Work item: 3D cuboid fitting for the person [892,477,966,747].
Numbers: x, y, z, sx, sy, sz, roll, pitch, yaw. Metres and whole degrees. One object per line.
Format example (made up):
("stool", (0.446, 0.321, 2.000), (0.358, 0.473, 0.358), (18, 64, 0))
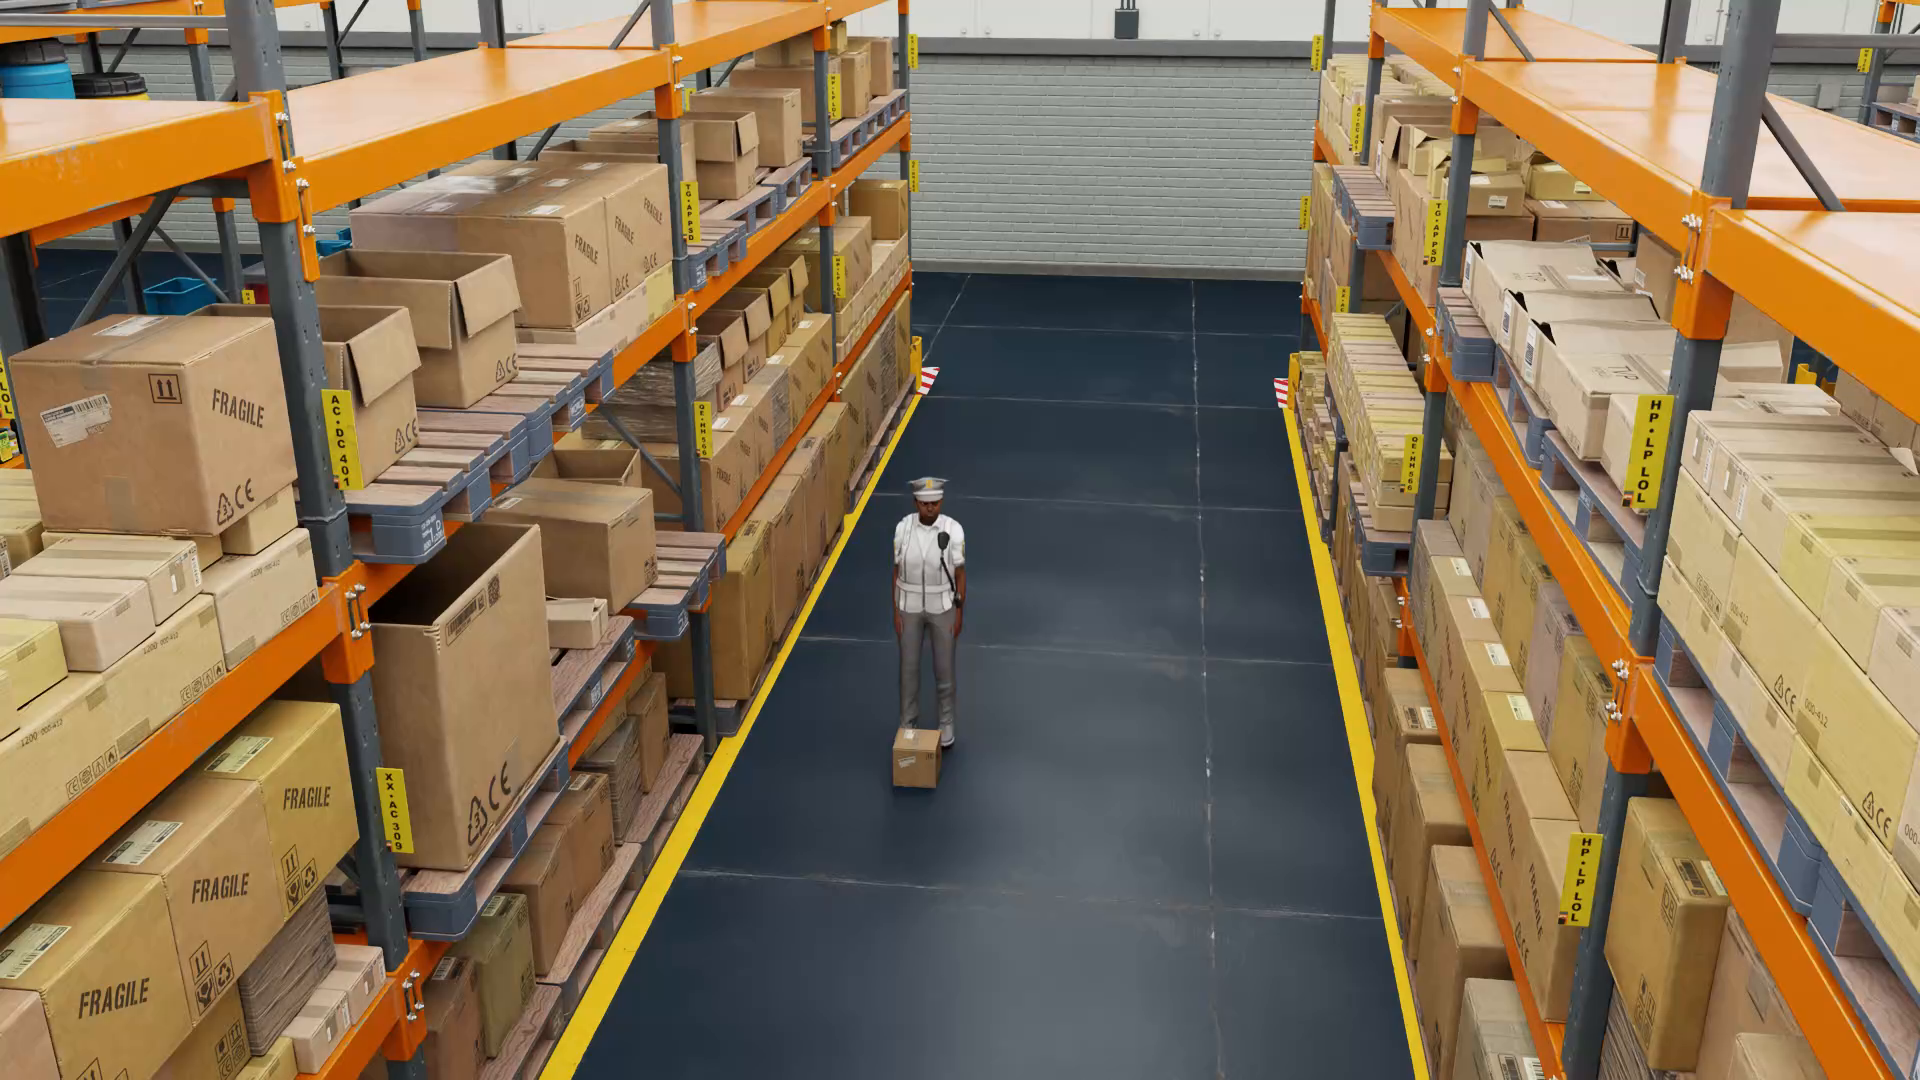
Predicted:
("person", (-0.186, 0.418, 9.933), (0.440, 1.697, 0.350), (3, 21, 7))
